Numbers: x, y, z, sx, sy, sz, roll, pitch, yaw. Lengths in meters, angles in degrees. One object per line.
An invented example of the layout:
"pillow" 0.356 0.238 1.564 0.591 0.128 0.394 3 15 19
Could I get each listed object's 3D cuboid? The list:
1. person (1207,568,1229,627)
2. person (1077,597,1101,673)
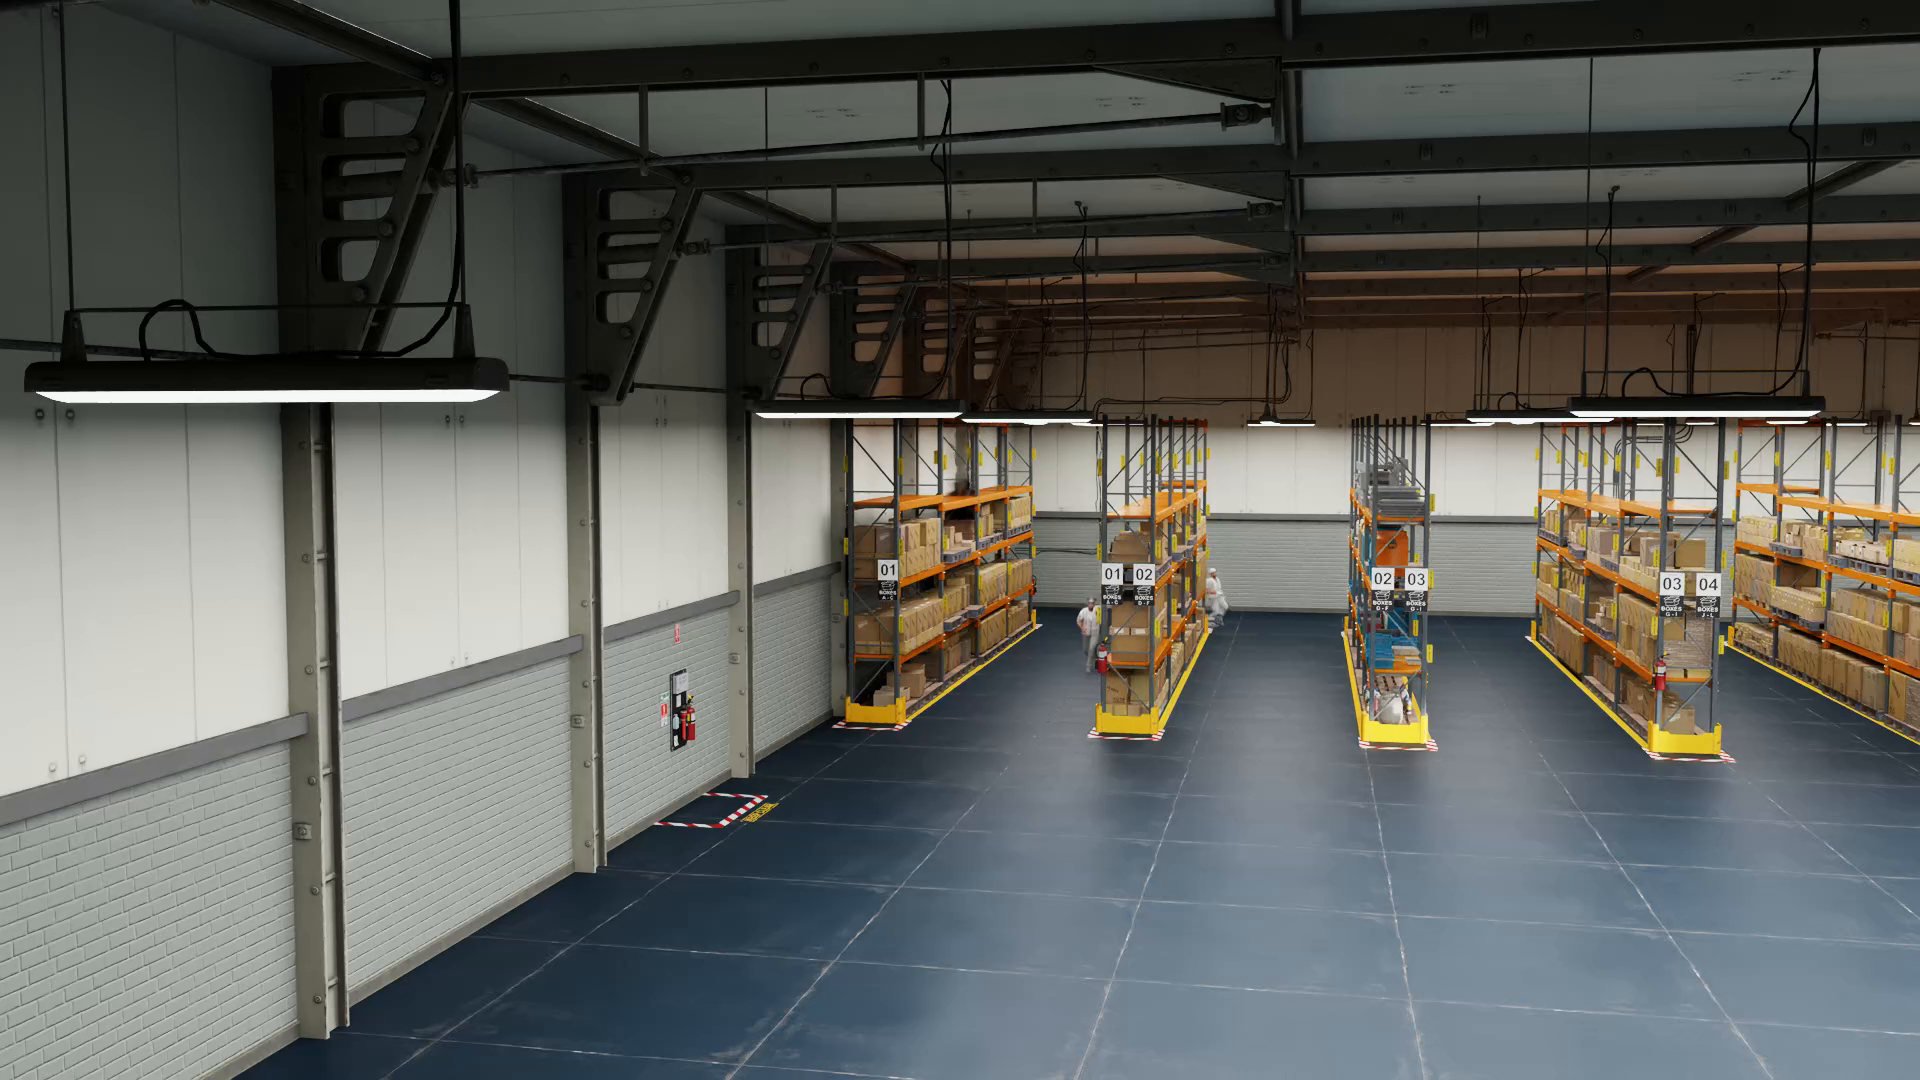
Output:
"person" 7.348 1.665 47.692 0.641 1.724 0.669 -3 5 -40
"person" 3.114 2.225 39.496 0.686 1.777 0.949 1 4 10
